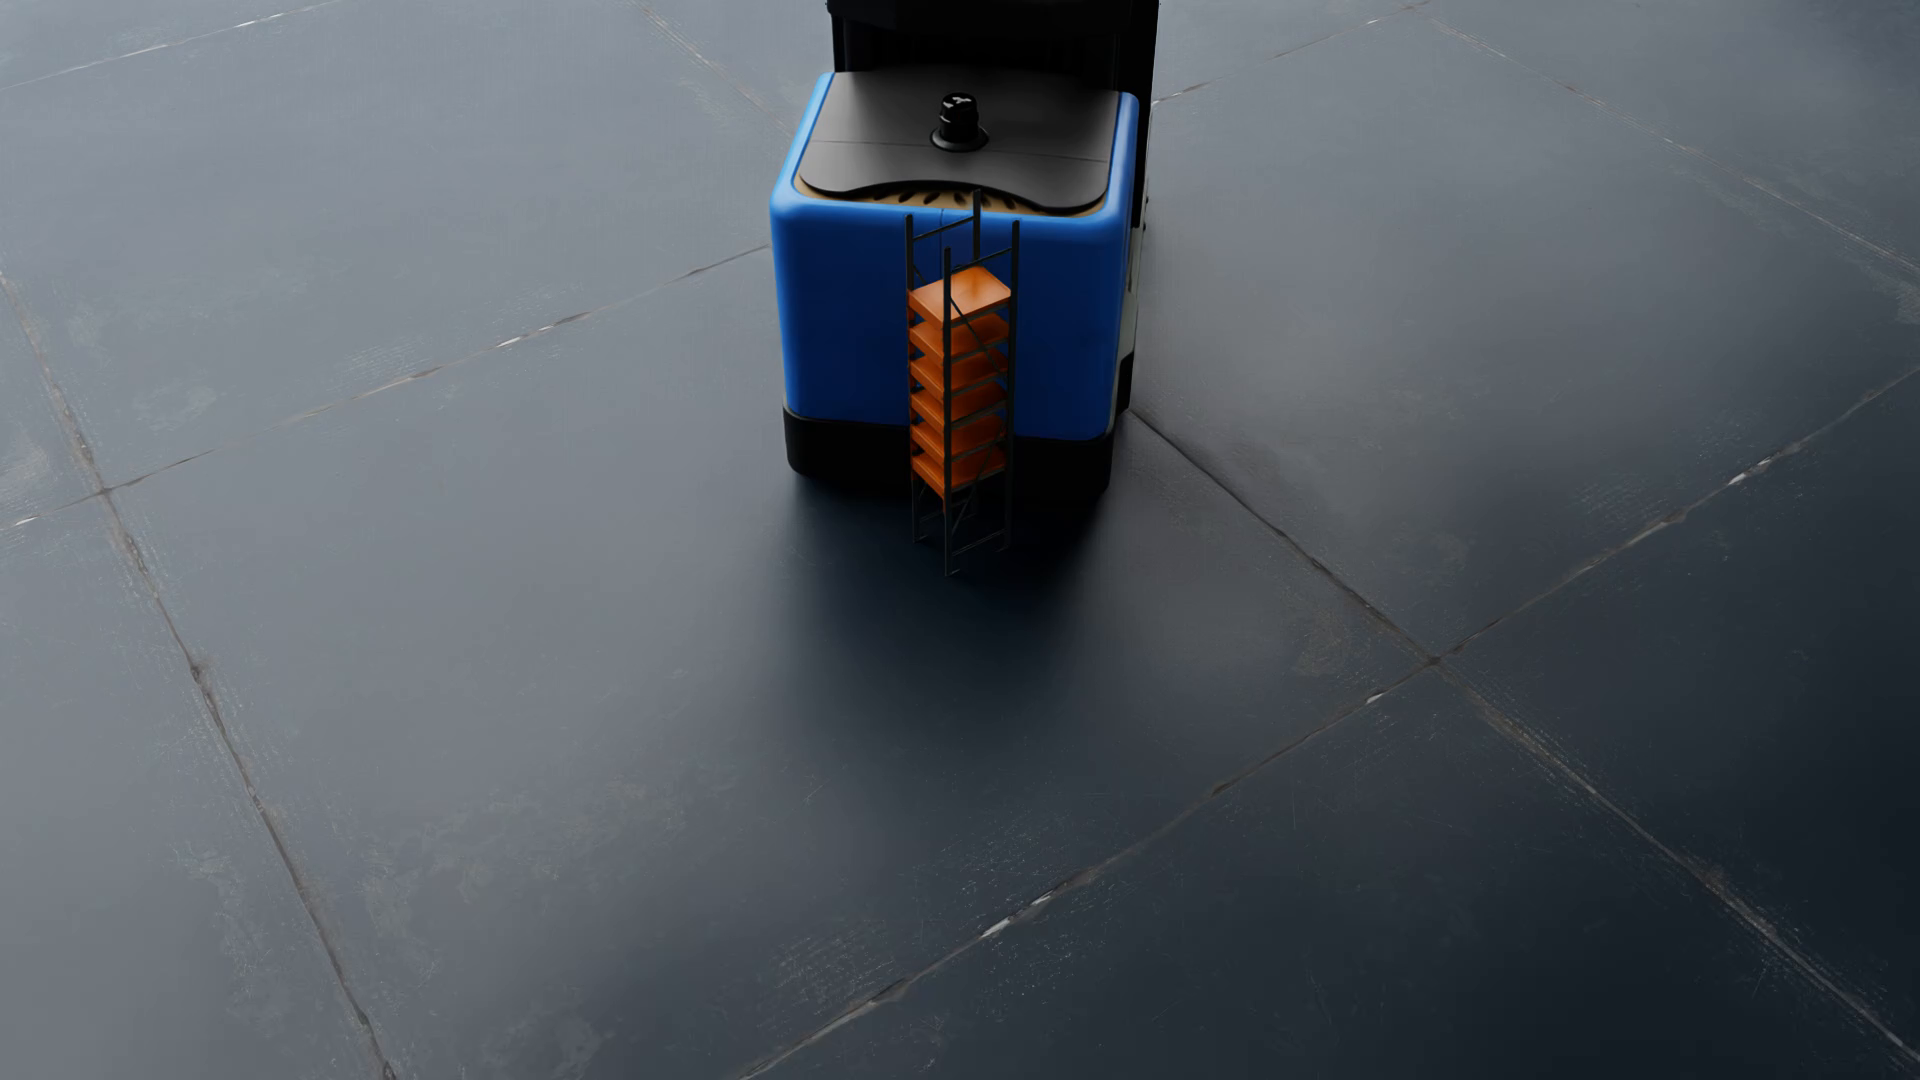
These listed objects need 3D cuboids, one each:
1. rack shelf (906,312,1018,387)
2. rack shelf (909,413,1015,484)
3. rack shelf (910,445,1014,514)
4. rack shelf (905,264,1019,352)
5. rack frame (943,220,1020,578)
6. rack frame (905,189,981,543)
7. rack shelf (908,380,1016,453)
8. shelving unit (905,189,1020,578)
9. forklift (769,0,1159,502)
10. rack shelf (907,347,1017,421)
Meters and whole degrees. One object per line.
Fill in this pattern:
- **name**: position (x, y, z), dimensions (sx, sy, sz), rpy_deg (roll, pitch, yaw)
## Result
- **rack shelf**: position (0.006, -0.560, 4.684), dimensions (0.258, 0.103, 0.180), rpy_deg (-25, 49, -24)
- **rack shelf**: position (0.005, -0.299, 4.932), dimensions (0.258, 0.103, 0.180), rpy_deg (-25, 49, -24)
- **rack shelf**: position (0.005, -0.212, 5.015), dimensions (0.258, 0.103, 0.180), rpy_deg (-25, 49, -24)
- **rack shelf**: position (0.006, -0.647, 4.601), dimensions (0.258, 0.103, 0.180), rpy_deg (-25, 49, -24)
- **rack frame**: position (0.057, -0.366, 4.764), dimensions (0.240, 1.200, 0.006), rpy_deg (-25, 49, -24)
- **rack frame**: position (-0.046, -0.471, 4.874), dimensions (0.240, 1.200, 0.006), rpy_deg (-25, 49, -24)
- **rack shelf**: position (0.005, -0.386, 4.850), dimensions (0.258, 0.103, 0.180), rpy_deg (-25, 49, -24)
- **shelving unit**: position (0.005, -0.418, 4.819), dimensions (0.258, 1.200, 0.189), rpy_deg (-25, 49, -24)
- **forklift**: position (0.148, -2.205, 5.437), dimensions (1.130, 2.935, 3.031), rpy_deg (5, 44, 6)
- **rack shelf**: position (0.006, -0.473, 4.767), dimensions (0.258, 0.103, 0.180), rpy_deg (-25, 49, -24)
